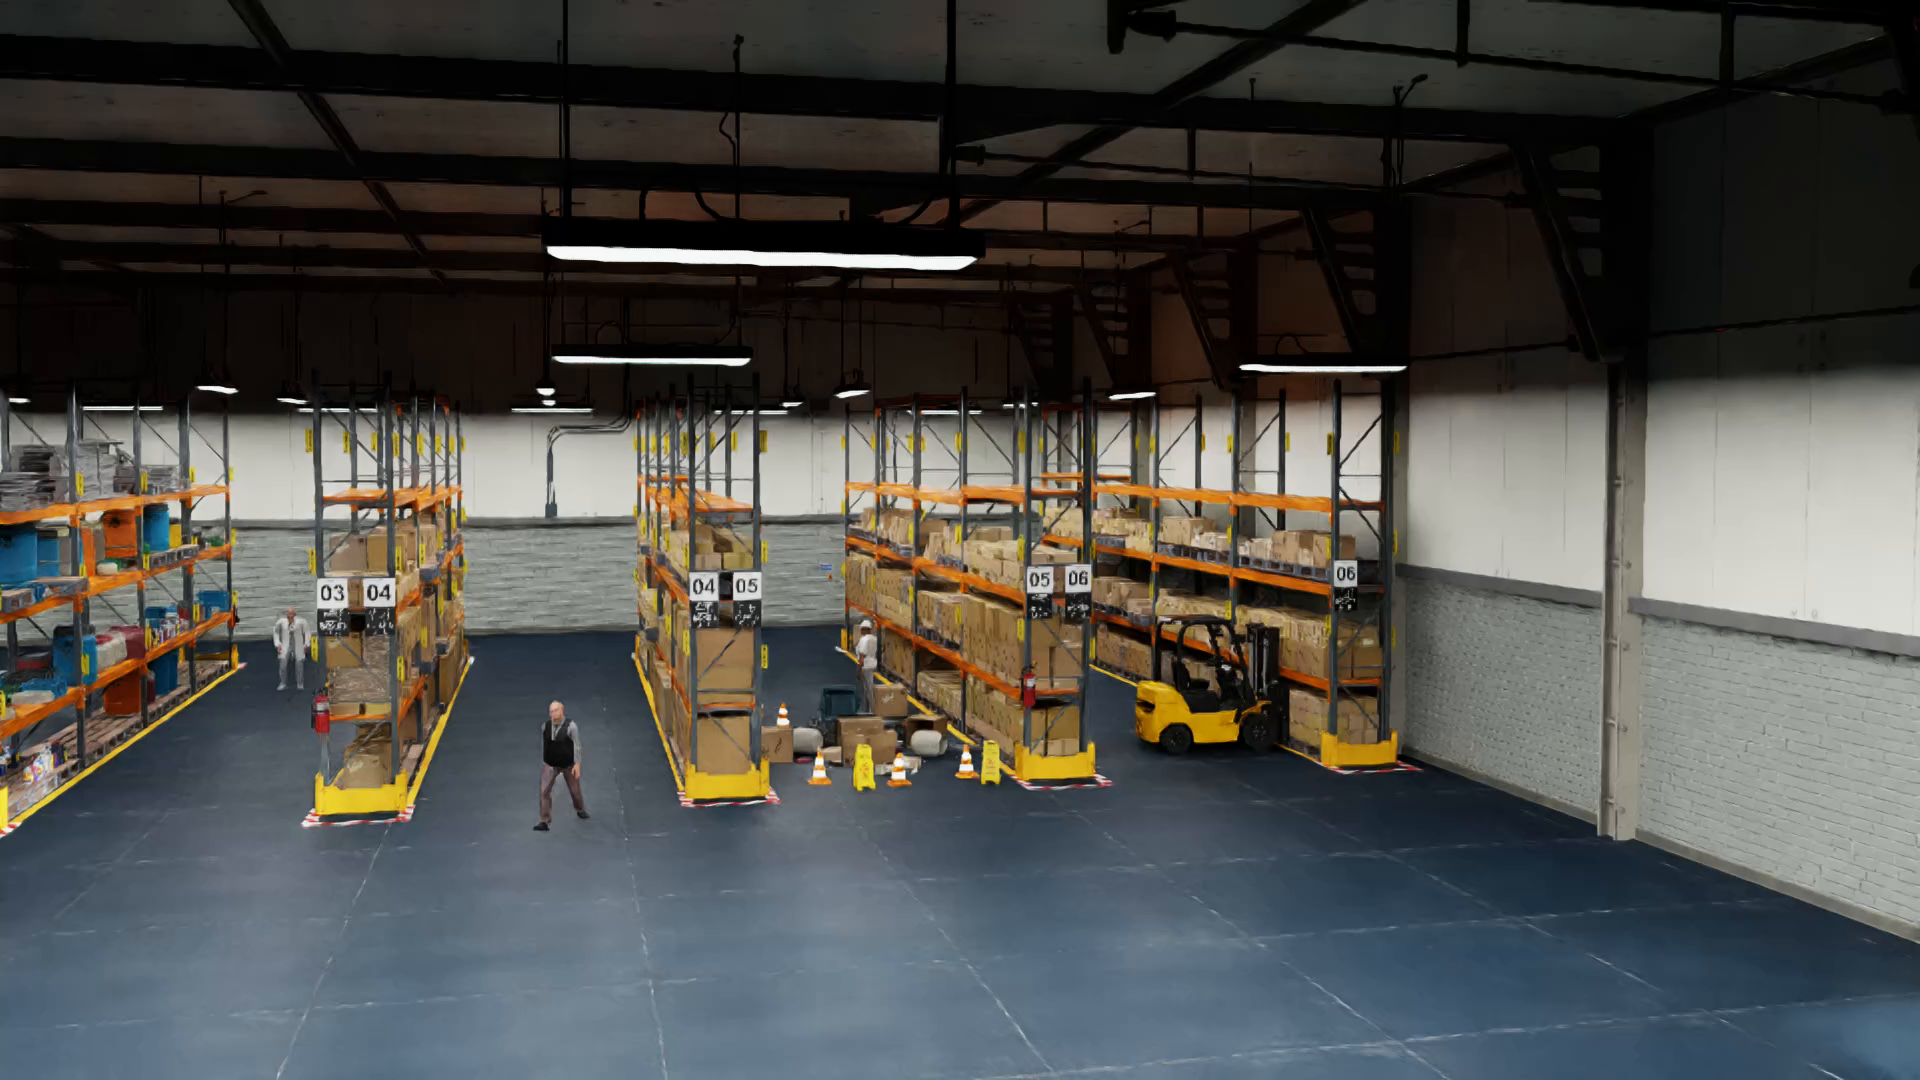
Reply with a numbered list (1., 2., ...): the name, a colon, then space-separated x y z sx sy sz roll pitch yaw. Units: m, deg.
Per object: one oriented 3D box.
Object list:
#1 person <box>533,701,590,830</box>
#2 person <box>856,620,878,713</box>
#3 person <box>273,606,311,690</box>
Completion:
1. person: -5.204 2.923 21.723 0.574 1.666 0.960 0 3 8
2. person: -1.735 2.346 30.494 0.564 1.763 0.676 1 3 13
3. person: -13.572 2.285 33.791 0.729 1.545 0.546 -1 3 -15
